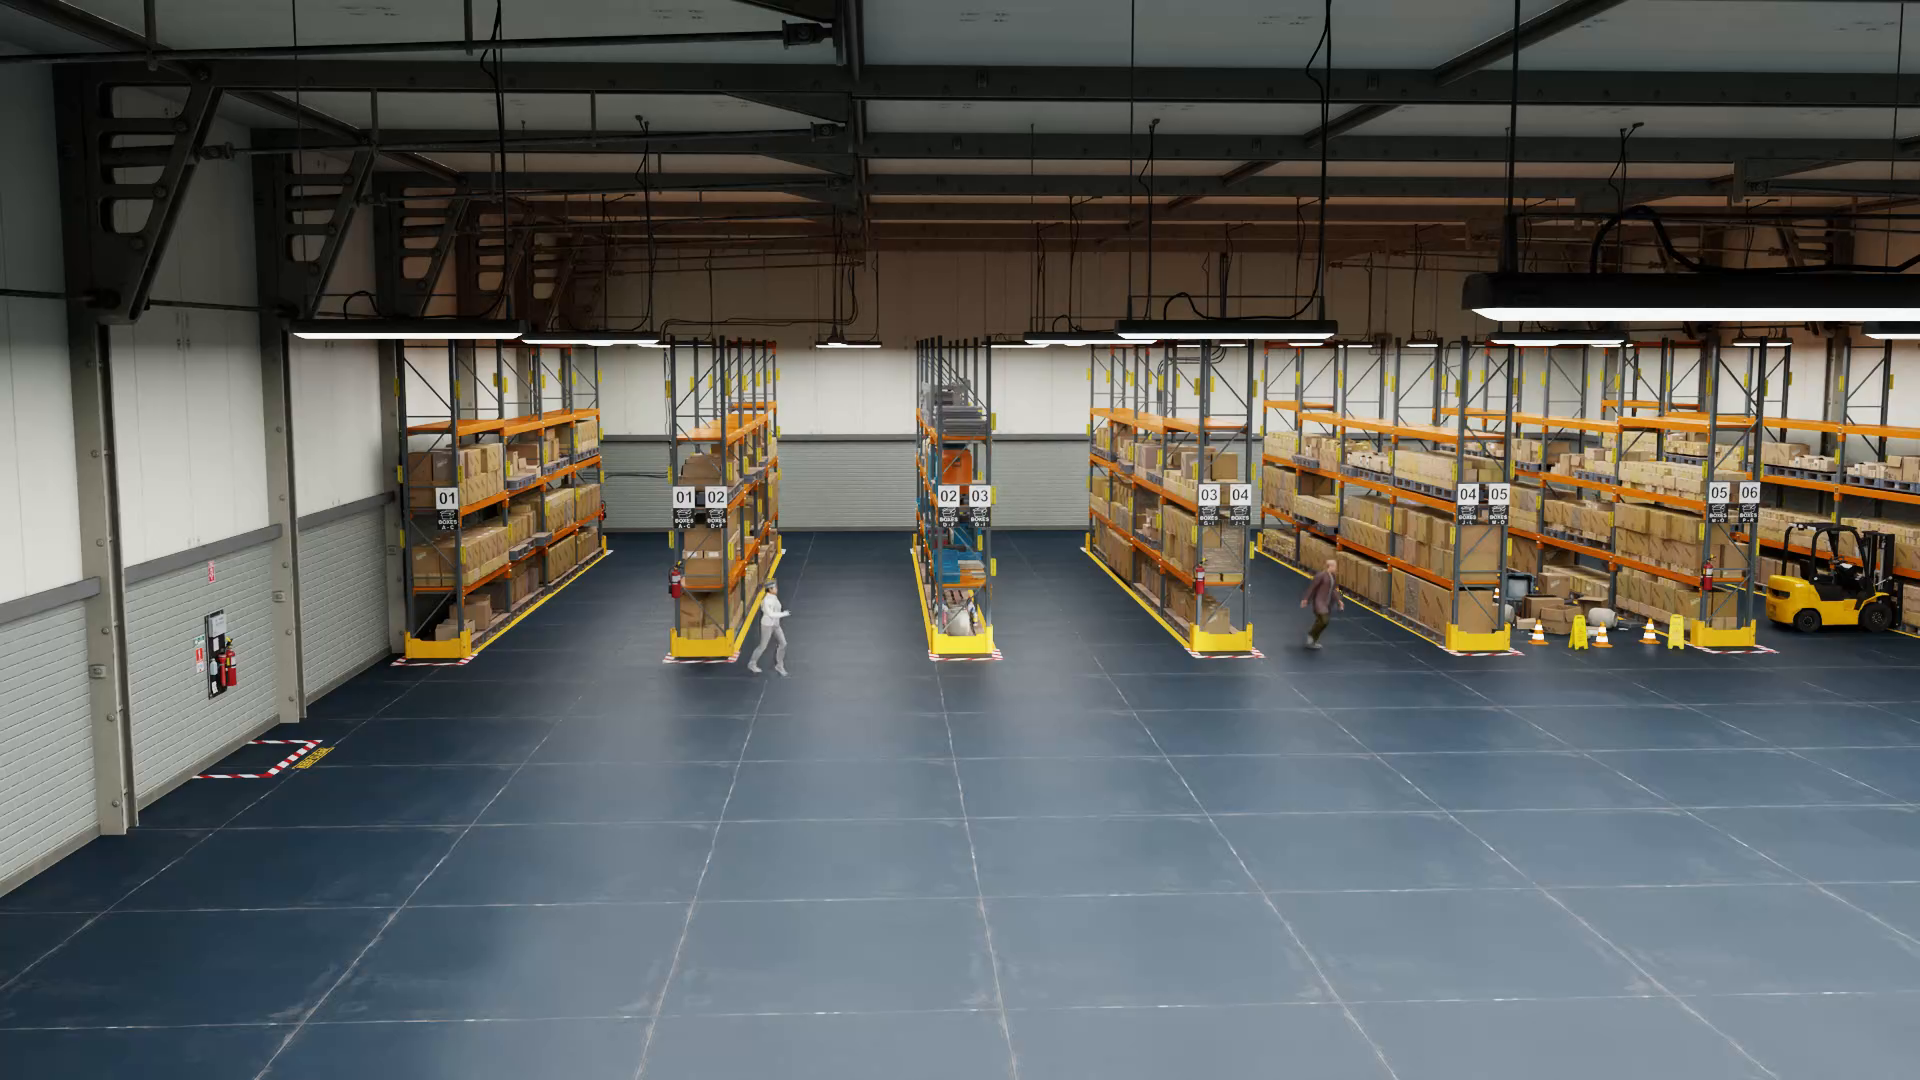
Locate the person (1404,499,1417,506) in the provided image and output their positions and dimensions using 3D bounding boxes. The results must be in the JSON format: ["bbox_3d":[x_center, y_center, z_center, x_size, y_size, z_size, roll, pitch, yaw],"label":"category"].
[{"bbox_3d":[13.442,-0.737,49.545,0.911,1.664,0.603,-1,7,-11],"label":"person"}]

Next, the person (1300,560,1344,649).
[{"bbox_3d":[6.978,1.232,31.985,0.649,1.732,0.715,6,9,43],"label":"person"}]

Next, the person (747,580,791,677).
[{"bbox_3d":[-3.361,1.558,29.334,0.832,1.745,0.548,2,7,19],"label":"person"}]

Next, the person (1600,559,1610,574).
[{"bbox_3d":[16.132,0.172,41.574,0.608,1.734,0.841,-1,7,-12],"label":"person"}]
